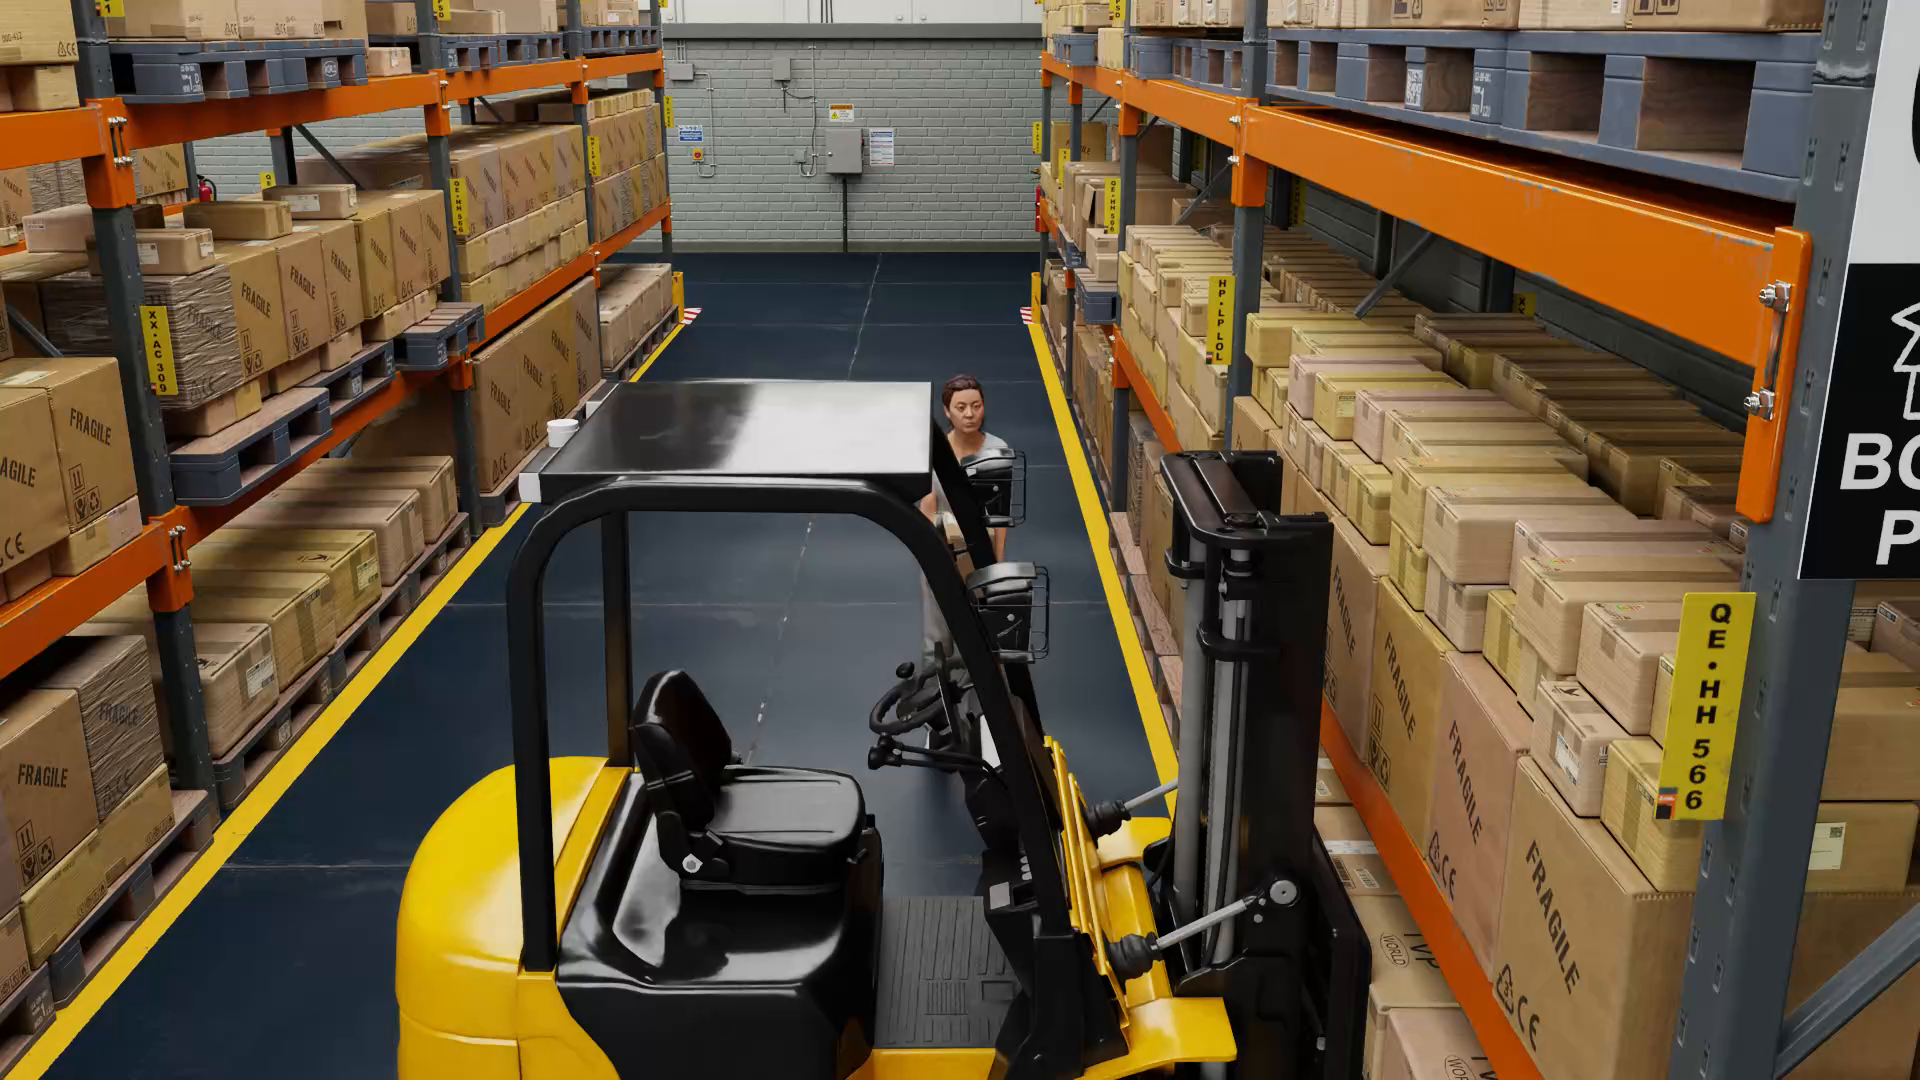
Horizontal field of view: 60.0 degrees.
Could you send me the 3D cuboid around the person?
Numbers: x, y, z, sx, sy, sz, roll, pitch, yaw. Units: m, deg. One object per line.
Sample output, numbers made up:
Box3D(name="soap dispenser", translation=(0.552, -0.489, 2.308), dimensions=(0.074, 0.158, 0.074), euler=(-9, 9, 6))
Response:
Box3D(name="person", translation=(0.018, 0.138, 7.125), dimensions=(0.409, 1.668, 0.508), euler=(0, 17, -2))
